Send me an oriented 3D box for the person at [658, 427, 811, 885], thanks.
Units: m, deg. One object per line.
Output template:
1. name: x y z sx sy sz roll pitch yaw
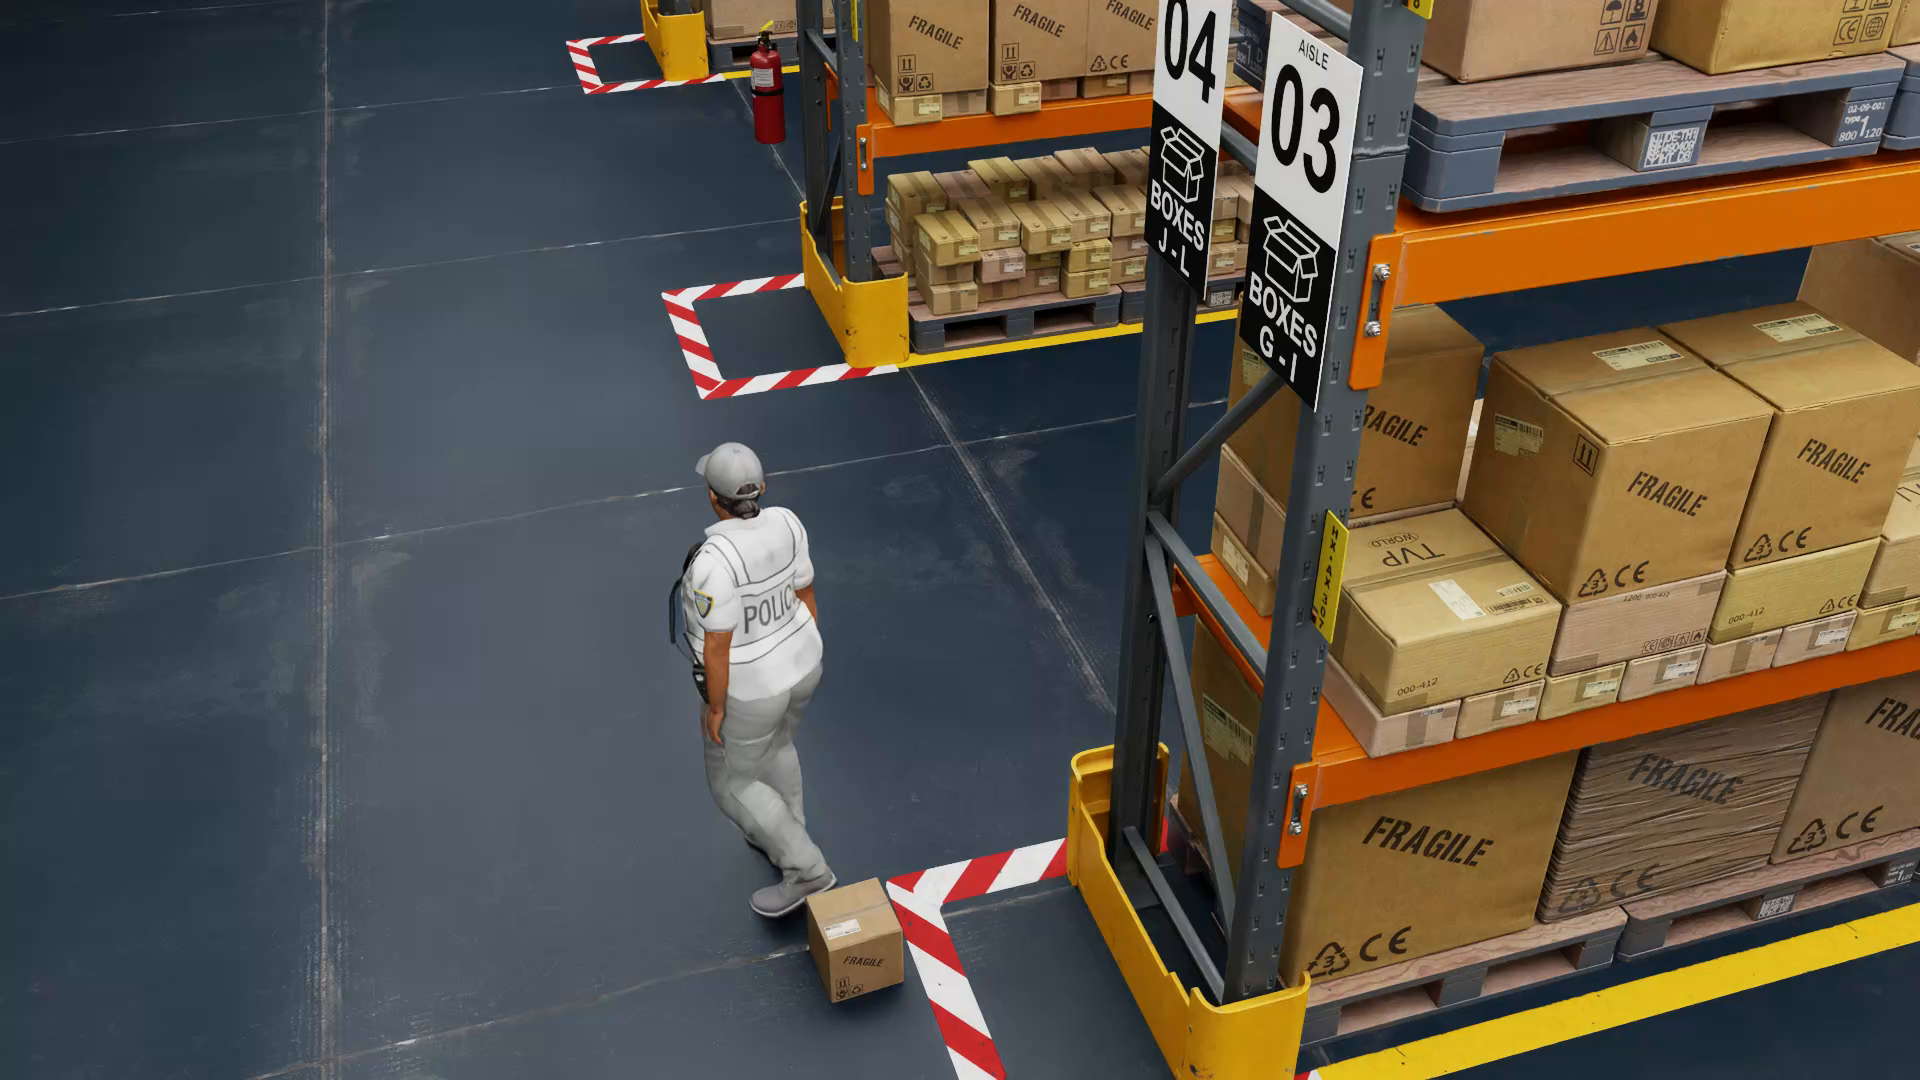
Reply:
1. person: -0.722 0.409 5.527 0.514 1.655 0.553 26 42 33
